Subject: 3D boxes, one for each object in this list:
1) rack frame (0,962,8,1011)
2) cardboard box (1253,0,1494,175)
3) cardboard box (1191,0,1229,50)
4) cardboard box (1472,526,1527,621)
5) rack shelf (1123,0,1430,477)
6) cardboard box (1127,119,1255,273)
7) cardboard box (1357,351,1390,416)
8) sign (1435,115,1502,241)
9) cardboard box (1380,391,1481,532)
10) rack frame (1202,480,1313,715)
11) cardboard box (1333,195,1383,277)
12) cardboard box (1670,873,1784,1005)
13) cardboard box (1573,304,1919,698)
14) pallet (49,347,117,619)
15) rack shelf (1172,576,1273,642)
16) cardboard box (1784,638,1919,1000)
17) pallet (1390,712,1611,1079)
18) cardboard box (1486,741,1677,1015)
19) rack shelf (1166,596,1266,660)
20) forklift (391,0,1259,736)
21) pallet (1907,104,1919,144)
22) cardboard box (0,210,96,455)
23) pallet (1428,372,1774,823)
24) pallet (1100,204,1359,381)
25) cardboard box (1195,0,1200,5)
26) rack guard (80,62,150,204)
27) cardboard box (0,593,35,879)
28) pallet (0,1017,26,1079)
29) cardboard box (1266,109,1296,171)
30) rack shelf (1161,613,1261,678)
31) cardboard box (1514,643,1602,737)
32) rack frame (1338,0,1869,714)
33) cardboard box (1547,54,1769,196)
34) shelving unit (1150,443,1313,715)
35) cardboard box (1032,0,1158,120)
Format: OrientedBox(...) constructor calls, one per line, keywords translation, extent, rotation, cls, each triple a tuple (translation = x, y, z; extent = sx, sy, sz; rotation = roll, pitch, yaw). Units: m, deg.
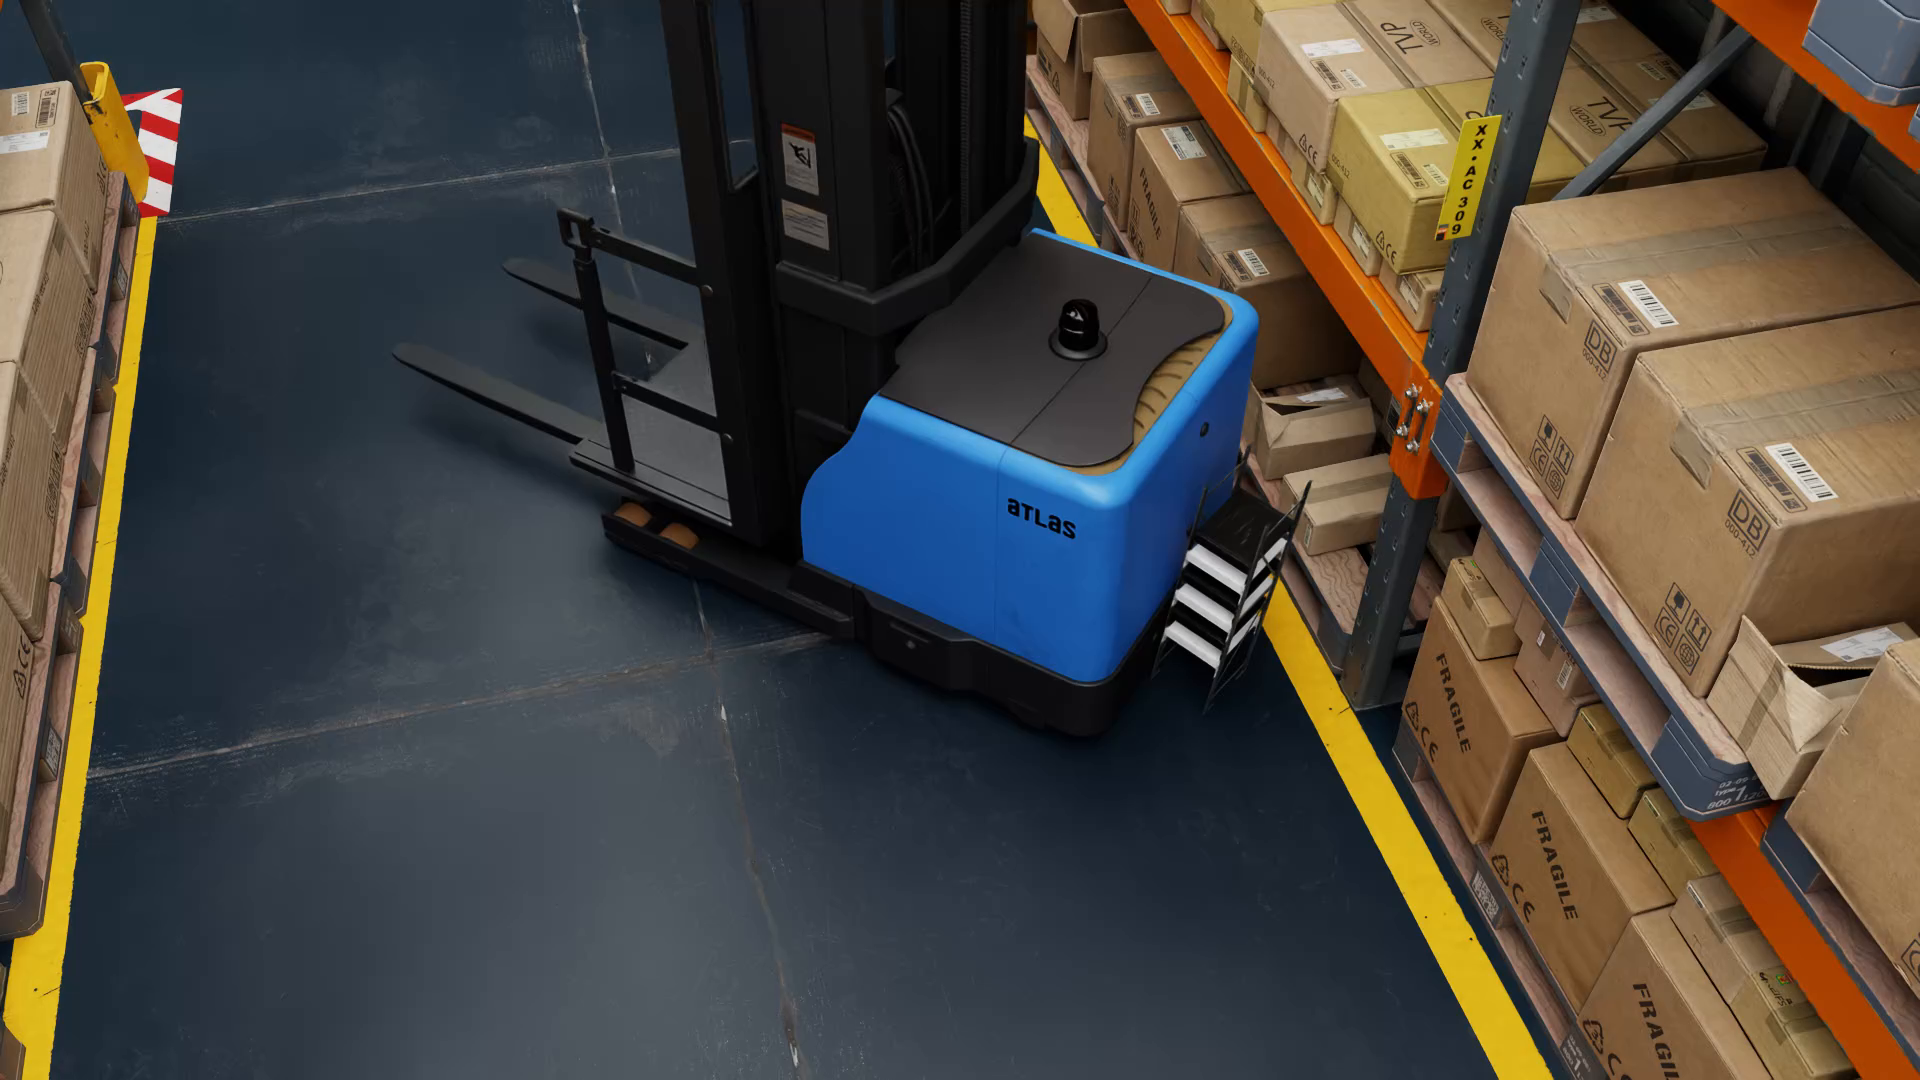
OrientedBox(translation=(-3.093, 0.271, 3.384), extent=(1.000, 3.000, 0.127), rotation=(-11, 47, -10), cls="rack frame")
OrientedBox(translation=(1.196, -1.341, 4.861), extent=(0.500, 0.250, 0.500), rotation=(-11, 47, -10), cls="cardboard box")
OrientedBox(translation=(1.001, -1.794, 5.584), extent=(0.380, 0.149, 0.250), rotation=(-11, 47, -10), cls="cardboard box")
OrientedBox(translation=(1.598, 0.043, 4.401), extent=(0.380, 0.149, 0.250), rotation=(-11, 47, -11), cls="cardboard box")
OrientedBox(translation=(1.192, -1.768, 5.886), extent=(1.077, 0.370, 4.000), rotation=(-11, 47, -10), cls="rack shelf")
OrientedBox(translation=(0.965, -1.253, 6.334), extent=(0.500, 0.500, 0.500), rotation=(-10, 46, -10), cls="cardboard box")
OrientedBox(translation=(1.653, -0.587, 5.927), extent=(0.380, 0.149, 0.250), rotation=(-11, 47, -11), cls="cardboard box")
OrientedBox(translation=(1.182, -0.838, 3.865), extent=(0.100, 0.325, 0.005), rotation=(-11, 47, -10), cls="sign")
OrientedBox(translation=(1.764, -0.344, 5.576), extent=(0.500, 0.311, 0.500), rotation=(-9, 46, -9), cls="cardboard box")
OrientedBox(translation=(0.874, 0.190, 4.936), extent=(0.006, 0.900, 0.240), rotation=(34, 54, 22), cls="rack frame")
OrientedBox(translation=(1.291, -0.901, 4.709), extent=(0.380, 0.149, 0.250), rotation=(-10, 46, -9), cls="cardboard box")
OrientedBox(translation=(1.873, 0.876, 3.793), extent=(0.380, 0.149, 0.250), rotation=(-11, 47, -10), cls="cardboard box")
OrientedBox(translation=(1.745, -0.089, 3.373), extent=(0.700, 0.500, 0.500), rotation=(-10, 46, -10), cls="cardboard box")
OrientedBox(translation=(-3.528, -0.136, 5.736), extent=(1.003, 0.211, 1.213), rotation=(-11, 47, -10), cls="pallet")
OrientedBox(translation=(0.794, 0.159, 4.999), extent=(0.200, 0.077, 0.258), rotation=(34, 54, 22), cls="rack shelf")
OrientedBox(translation=(1.946, 0.453, 2.842), extent=(0.700, 0.500, 0.500), rotation=(-11, 47, -11), cls="cardboard box")
OrientedBox(translation=(1.949, 0.892, 4.729), extent=(1.003, 0.211, 1.213), rotation=(-11, 47, -10), cls="pallet")
OrientedBox(translation=(1.757, 0.830, 4.293), extent=(0.500, 0.500, 0.500), rotation=(-11, 47, -11), cls="cardboard box")
OrientedBox(translation=(0.787, 0.217, 5.067), extent=(0.200, 0.077, 0.258), rotation=(34, 54, 22), cls="rack shelf")
OrientedBox(translation=(-0.625, -1.221, 4.894), extent=(3.031, 2.935, 1.130), rotation=(23, 50, 21), cls="forklift")
OrientedBox(translation=(2.072, -0.445, 2.117), extent=(1.213, 0.211, 1.003), rotation=(-11, 47, -10), cls="pallet")
OrientedBox(translation=(-3.609, -0.673, 5.809), extent=(0.875, 0.438, 0.875), rotation=(-10, 46, -9), cls="cardboard box")
OrientedBox(translation=(1.804, 0.000, 3.784), extent=(1.003, 0.211, 1.213), rotation=(-11, 47, -10), cls="pallet")
OrientedBox(translation=(1.214, -0.981, 6.564), extent=(1.003, 0.211, 1.213), rotation=(-11, 47, -10), cls="pallet")
OrientedBox(translation=(0.950, -2.043, 5.549), extent=(0.500, 0.250, 0.500), rotation=(-12, 47, -11), cls="cardboard box")
OrientedBox(translation=(-4.123, -1.632, 7.000), extent=(1.175, 0.500, 0.348), rotation=(-11, 47, -10), cls="rack guard")
OrientedBox(translation=(-3.150, 0.568, 4.593), extent=(0.875, 0.438, 0.875), rotation=(-11, 47, -11), cls="cardboard box")
OrientedBox(translation=(-2.822, 1.766, 3.872), extent=(1.003, 0.211, 1.213), rotation=(-11, 47, -10), cls="pallet")
OrientedBox(translation=(1.160, -1.262, 5.062), extent=(0.380, 0.149, 0.250), rotation=(-10, 46, -9), cls="cardboard box")
OrientedBox(translation=(0.780, 0.276, 5.135), extent=(0.200, 0.077, 0.258), rotation=(34, 54, 22), cls="rack shelf")
OrientedBox(translation=(1.685, 0.335, 4.323), extent=(0.380, 0.149, 0.250), rotation=(-12, 47, -11), cls="cardboard box")
OrientedBox(translation=(1.704, -0.639, 4.276), extent=(1.000, 3.000, 0.127), rotation=(-11, 47, -10), cls="rack frame")
OrientedBox(translation=(1.839, -1.082, 4.607), extent=(0.500, 0.250, 0.500), rotation=(-11, 47, -11), cls="cardboard box")
OrientedBox(translation=(0.796, 0.137, 4.974), extent=(0.210, 0.900, 0.258), rotation=(34, 54, 22), cls="shelving unit")
OrientedBox(translation=(0.745, -2.234, 7.293), extent=(0.797, 0.503, 0.637), rotation=(-12, 47, -12), cls="cardboard box")
